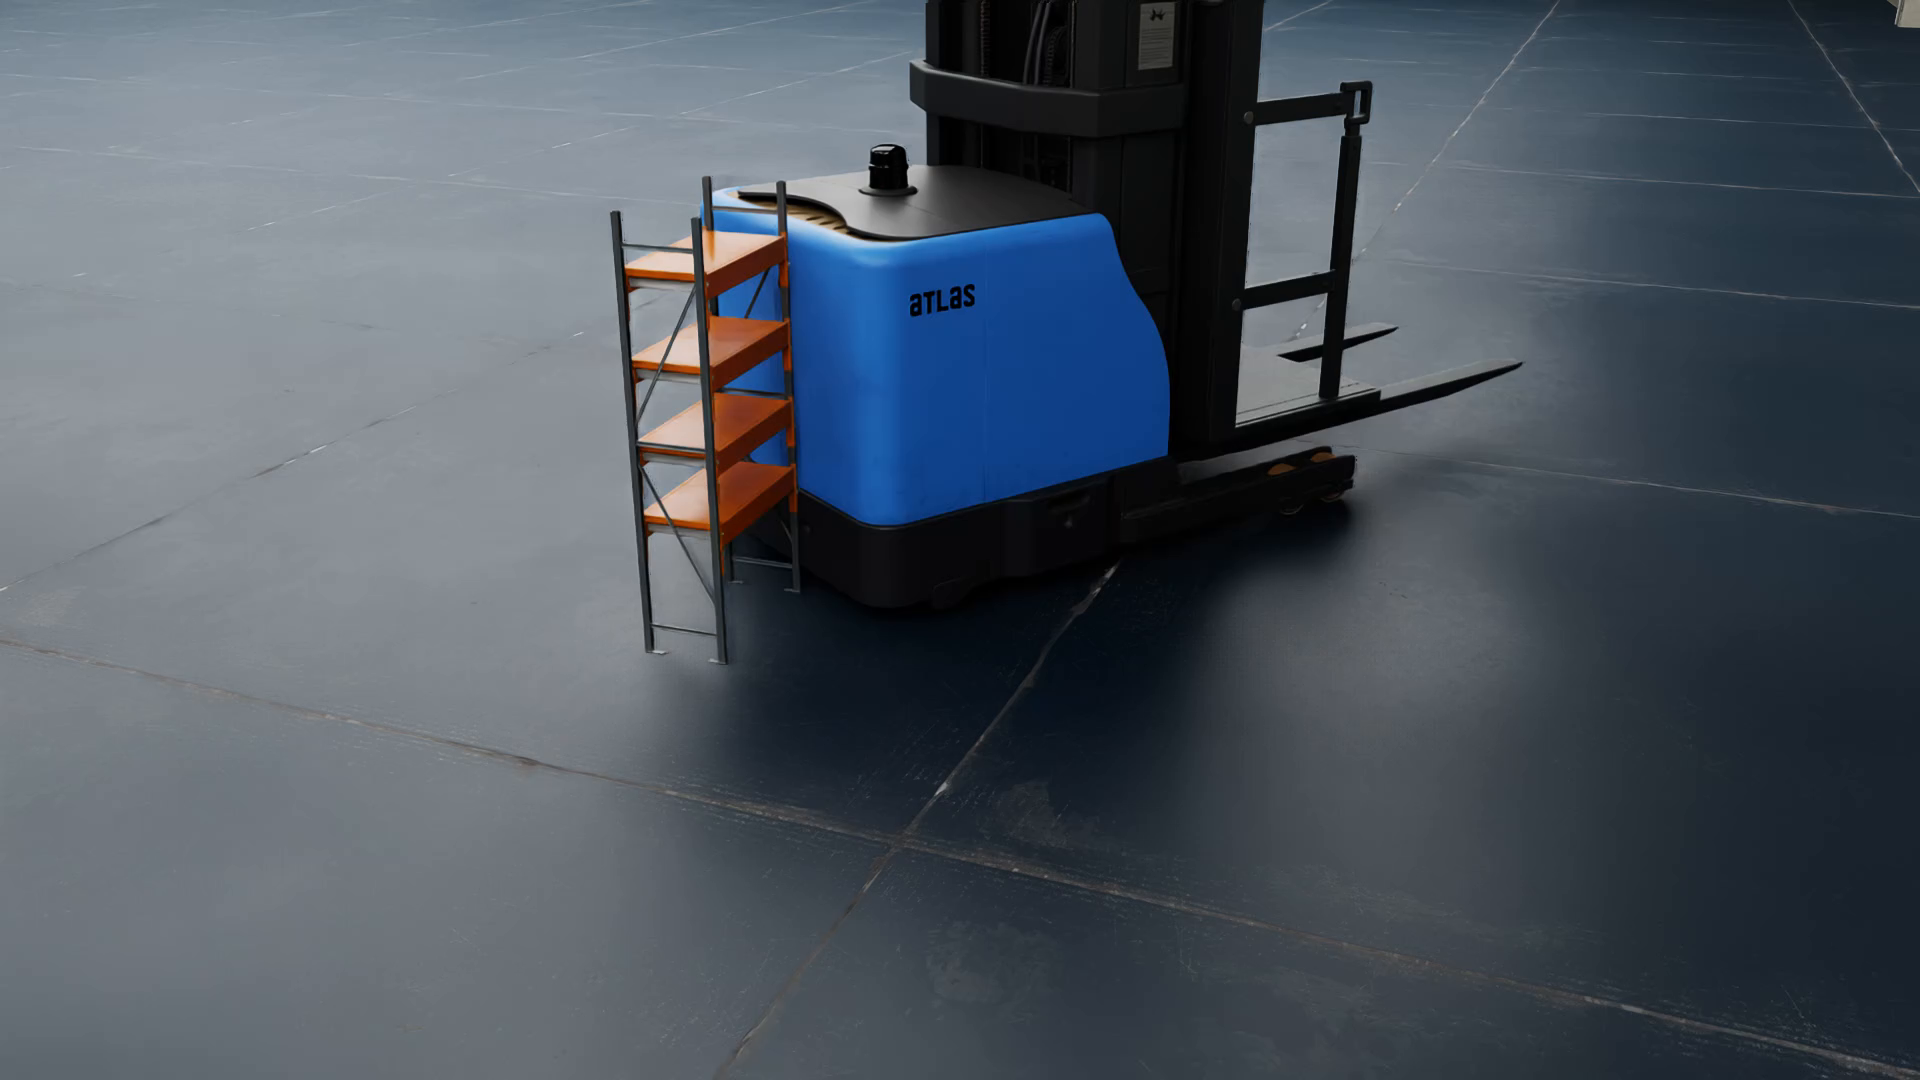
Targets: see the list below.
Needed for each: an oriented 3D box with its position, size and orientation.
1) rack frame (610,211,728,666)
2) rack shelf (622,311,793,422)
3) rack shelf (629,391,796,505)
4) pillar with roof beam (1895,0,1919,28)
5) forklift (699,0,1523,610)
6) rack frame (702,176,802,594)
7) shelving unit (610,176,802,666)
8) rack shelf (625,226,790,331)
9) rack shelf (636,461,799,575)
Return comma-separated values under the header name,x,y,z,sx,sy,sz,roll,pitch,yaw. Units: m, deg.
name,x,y,z,sx,sy,sz,roll,pitch,yaw
rack frame,-0.737,-0.234,4.254,0.240,1.200,0.015,8,24,17
rack shelf,-0.658,-0.467,4.407,0.258,0.148,0.480,8,24,17
rack shelf,-0.658,-0.261,4.493,0.258,0.148,0.480,8,24,17
pillar with roof beam,7.554,-11.017,19.949,9.100,9.000,0.400,9,24,20
forklift,0.703,-1.584,5.239,3.031,2.935,1.130,-15,27,-32
rack frame,-0.579,-0.412,4.680,0.240,1.200,0.015,8,24,17
shelving unit,-0.658,-0.323,4.467,0.258,1.200,0.503,8,24,17
rack shelf,-0.658,-0.686,4.315,0.258,0.148,0.480,8,24,17
rack shelf,-0.658,-0.078,4.569,0.258,0.148,0.480,8,24,17
